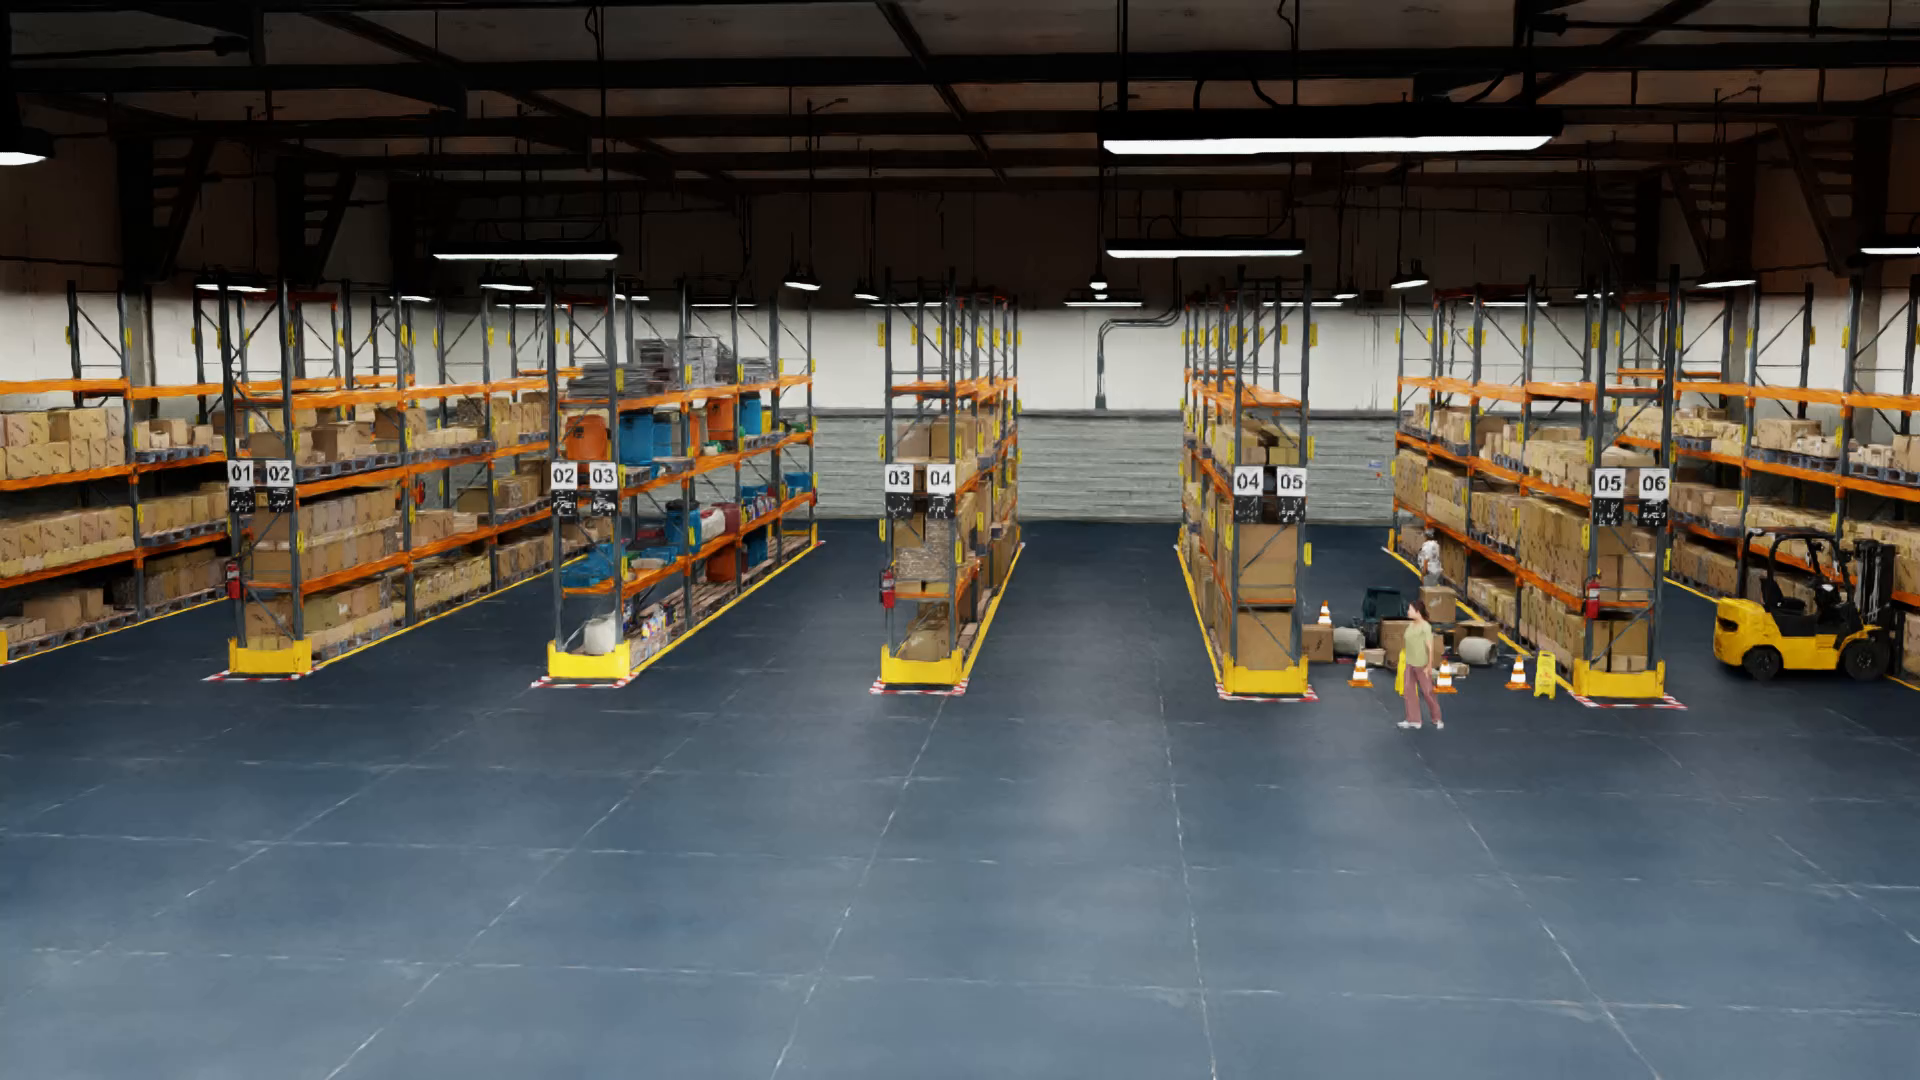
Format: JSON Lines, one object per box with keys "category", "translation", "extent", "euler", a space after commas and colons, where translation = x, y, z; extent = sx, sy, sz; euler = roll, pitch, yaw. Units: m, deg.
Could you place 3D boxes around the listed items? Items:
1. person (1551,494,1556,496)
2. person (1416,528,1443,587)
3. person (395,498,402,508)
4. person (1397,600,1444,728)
{"category": "person", "translation": [13.225, -0.425, 37.290], "extent": [0.638, 1.771, 0.709], "euler": [2, 7, 15]}
{"category": "person", "translation": [8.271, 0.605, 29.386], "extent": [0.552, 1.657, 0.582], "euler": [4, 8, 30]}
{"category": "person", "translation": [-14.472, -1.022, 42.512], "extent": [0.560, 1.709, 0.733], "euler": [6, 9, 39]}
{"category": "person", "translation": [5.958, 1.597, 21.382], "extent": [0.537, 1.665, 0.564], "euler": [-3, 7, -21]}
